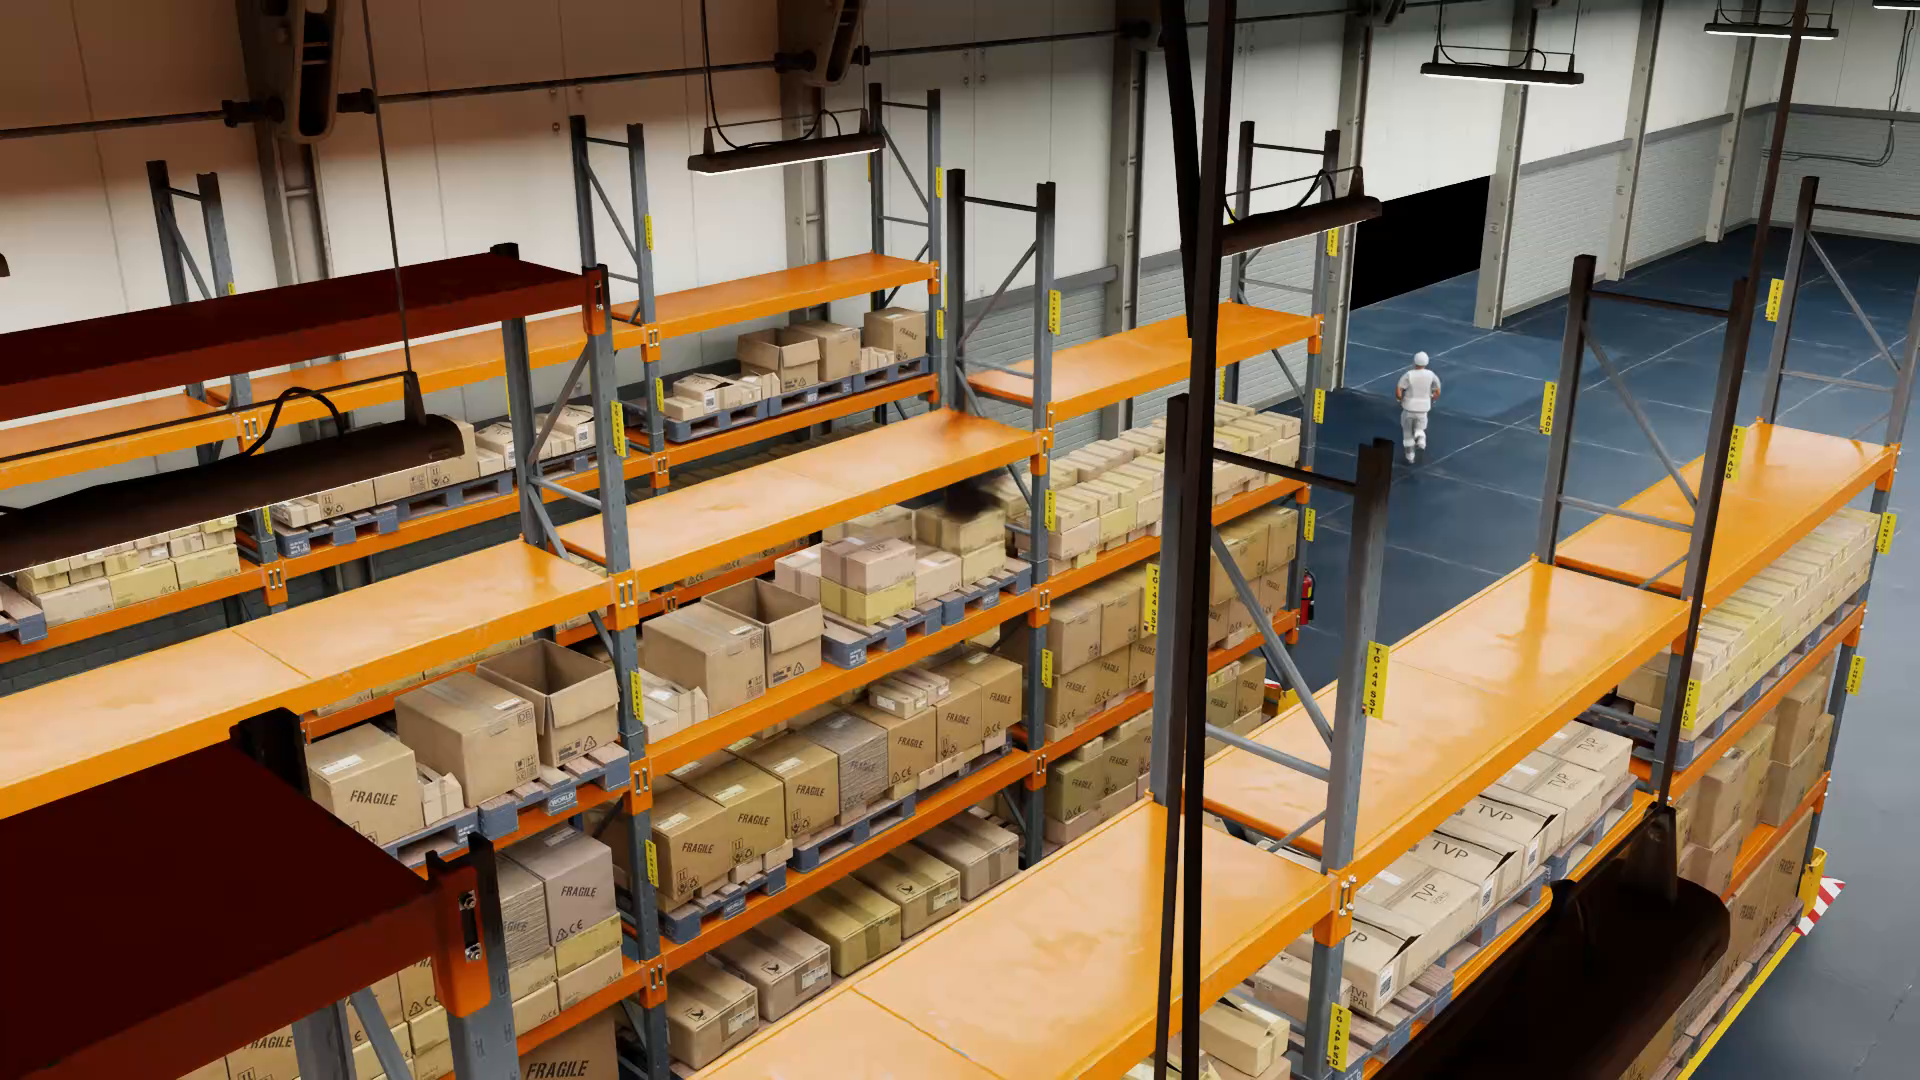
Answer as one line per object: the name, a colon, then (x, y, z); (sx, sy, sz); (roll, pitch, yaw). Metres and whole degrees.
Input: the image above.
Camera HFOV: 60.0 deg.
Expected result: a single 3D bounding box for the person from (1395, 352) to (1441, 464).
person: (6.738, -1.928, 24.590); (0.656, 1.749, 0.704); (2, 21, 6)
